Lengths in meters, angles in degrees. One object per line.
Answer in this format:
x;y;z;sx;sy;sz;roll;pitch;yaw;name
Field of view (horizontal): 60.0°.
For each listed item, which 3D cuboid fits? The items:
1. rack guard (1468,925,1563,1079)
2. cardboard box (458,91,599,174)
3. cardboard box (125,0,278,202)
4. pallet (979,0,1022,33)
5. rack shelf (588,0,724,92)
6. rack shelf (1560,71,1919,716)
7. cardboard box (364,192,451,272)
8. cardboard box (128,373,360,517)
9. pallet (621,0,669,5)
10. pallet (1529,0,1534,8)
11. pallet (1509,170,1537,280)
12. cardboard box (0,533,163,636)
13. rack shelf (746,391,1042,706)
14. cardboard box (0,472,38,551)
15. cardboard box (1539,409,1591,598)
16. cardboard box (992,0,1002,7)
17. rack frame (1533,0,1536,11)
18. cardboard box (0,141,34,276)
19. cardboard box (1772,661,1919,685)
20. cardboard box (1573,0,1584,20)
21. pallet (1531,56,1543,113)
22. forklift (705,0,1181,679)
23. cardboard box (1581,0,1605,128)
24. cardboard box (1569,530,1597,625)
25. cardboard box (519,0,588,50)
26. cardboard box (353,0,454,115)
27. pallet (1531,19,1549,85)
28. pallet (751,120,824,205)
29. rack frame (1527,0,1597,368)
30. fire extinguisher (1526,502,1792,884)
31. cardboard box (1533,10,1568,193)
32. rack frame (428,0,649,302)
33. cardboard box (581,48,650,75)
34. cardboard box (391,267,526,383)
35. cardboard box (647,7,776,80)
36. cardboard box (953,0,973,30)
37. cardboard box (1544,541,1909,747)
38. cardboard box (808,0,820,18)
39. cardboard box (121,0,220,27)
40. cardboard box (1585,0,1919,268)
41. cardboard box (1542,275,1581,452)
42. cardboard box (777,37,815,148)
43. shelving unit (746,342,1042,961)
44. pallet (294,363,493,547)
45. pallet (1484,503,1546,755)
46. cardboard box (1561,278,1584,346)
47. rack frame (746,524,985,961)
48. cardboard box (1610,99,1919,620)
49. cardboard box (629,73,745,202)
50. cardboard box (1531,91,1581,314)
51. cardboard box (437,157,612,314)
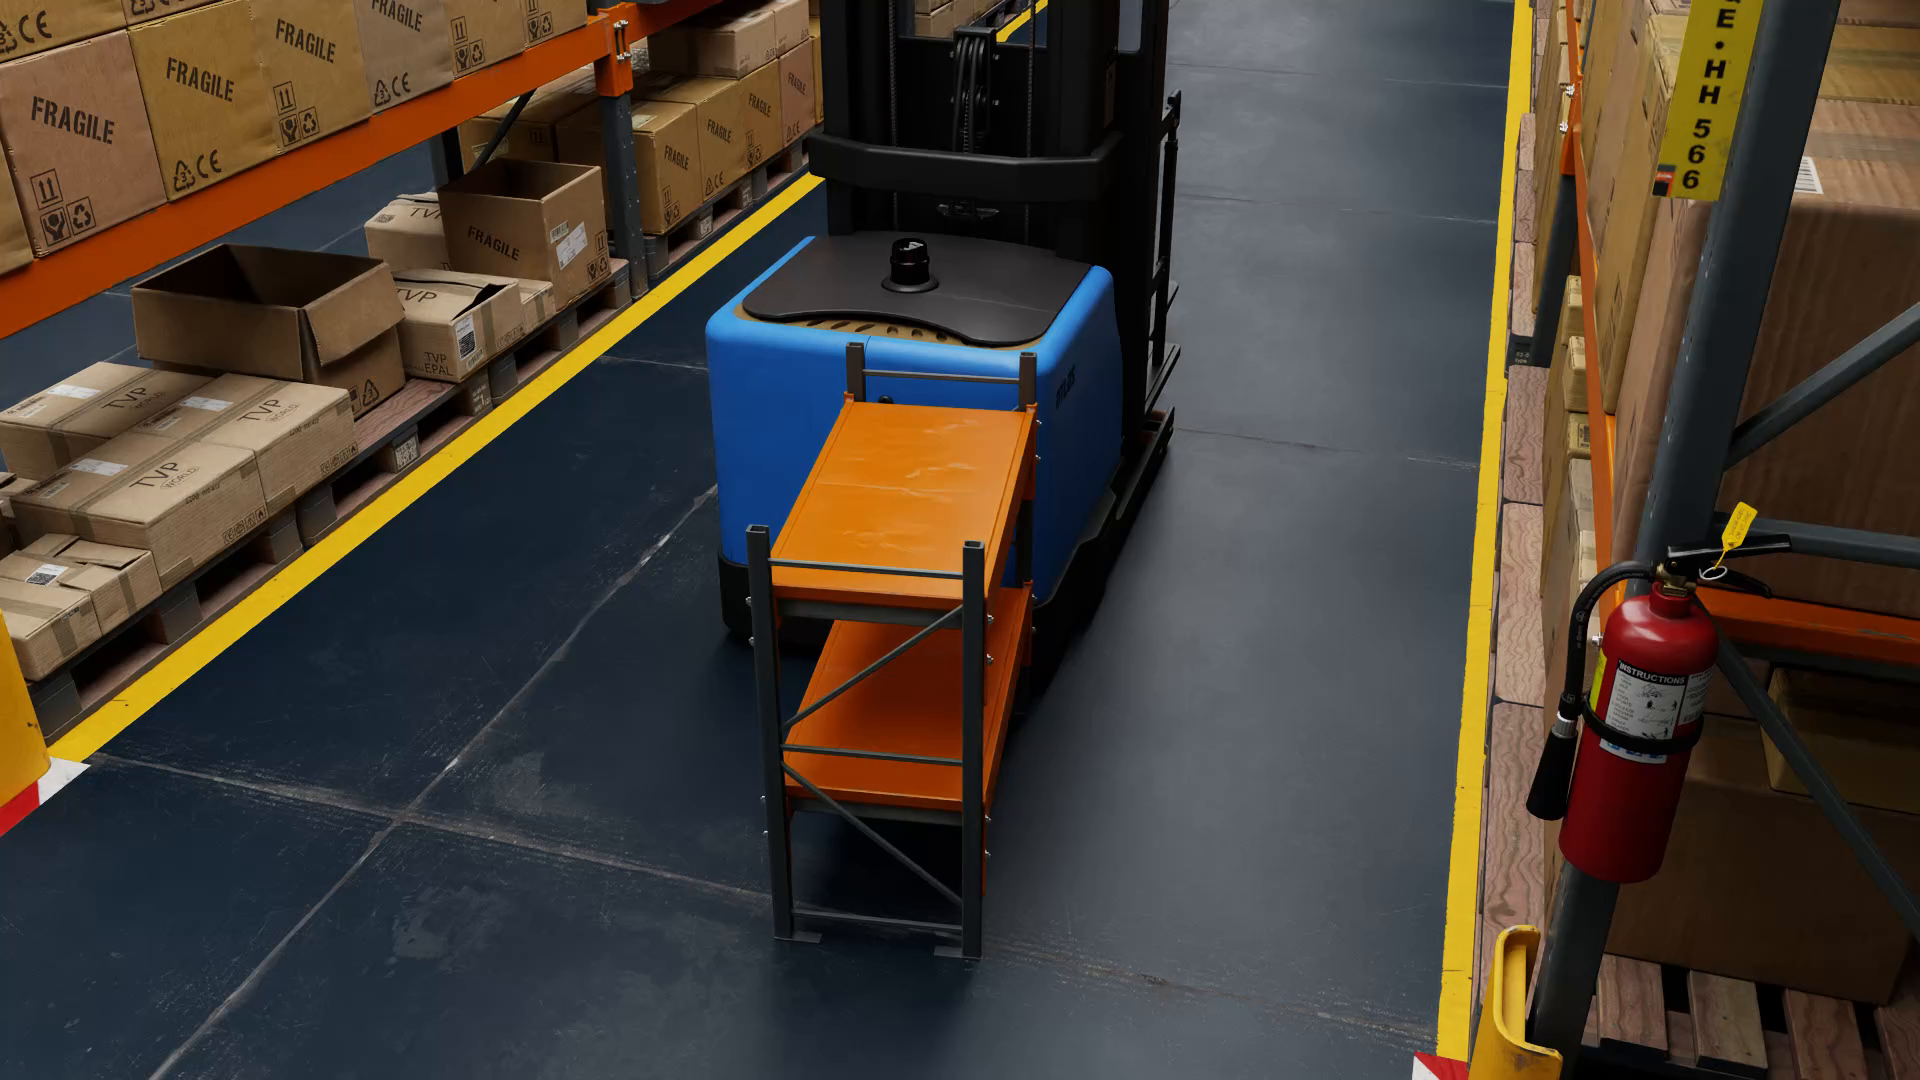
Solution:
1.592;1.146;3.176;1.175;0.500;0.348;8;30;15;rack guard
-2.093;-1.892;8.184;0.500;0.500;0.500;8;30;15;cardboard box
-2.459;-1.349;4.986;0.500;0.500;0.500;8;30;15;cardboard box
-0.151;-4.104;12.911;1.003;0.211;1.213;8;30;15;pallet
-1.377;-3.137;9.043;1.077;0.370;4.000;8;30;15;rack shelf
2.186;-0.573;4.434;1.077;0.370;4.000;8;30;15;rack shelf
-2.294;-1.375;7.449;0.500;0.311;0.500;8;30;15;cardboard box
-2.414;-0.330;5.634;0.500;0.250;0.500;8;30;15;cardboard box
-1.625;-2.794;7.884;1.003;0.211;1.213;8;30;15;pallet
5.284;-4.633;13.861;1.003;0.211;1.213;8;30;15;pallet
3.284;-1.536;8.294;1.003;0.211;1.213;8;30;15;pallet
-2.613;0.121;4.908;0.380;0.166;0.250;8;30;15;cardboard box
-0.124;-0.016;4.020;0.538;0.278;1.000;4;29;7;rack shelf
-3.009;-0.080;5.270;0.380;0.166;0.250;8;30;15;cardboard box
2.152;-0.104;4.990;0.700;0.500;0.500;9;30;16;cardboard box
0.089;-4.278;12.752;0.500;0.250;0.500;9;30;16;cardboard box
5.121;-5.534;12.613;1.000;3.000;0.127;8;30;15;rack frame
-2.756;-0.875;4.135;0.500;0.500;0.500;9;30;16;cardboard box
2.011;0.179;3.814;0.380;0.149;0.250;9;30;15;cardboard box
2.793;-2.279;6.999;0.380;0.149;0.250;9;30;15;cardboard box
4.178;-2.820;10.602;1.003;0.211;1.213;8;30;15;pallet
0.187;-1.573;5.563;1.130;2.935;3.031;9;30;15;forklift
2.598;-1.698;5.408;0.980;0.700;0.700;9;30;16;cardboard box
1.646;0.123;3.915;0.380;0.149;0.250;9;30;16;cardboard box
-1.865;-2.297;6.690;0.500;0.500;0.500;9;30;16;cardboard box
-2.164;-1.818;5.829;0.500;0.500;0.500;9;30;16;cardboard box
4.538;-3.385;11.618;1.003;0.211;1.213;8;30;15;pallet
-1.405;-2.255;9.587;1.003;0.211;1.213;8;30;15;pallet
2.773;-1.817;5.930;1.000;3.000;0.127;8;30;15;rack frame
1.113;0.243;2.690;0.296;0.674;0.183;8;30;15;fire extinguisher
3.342;-2.190;8.381;0.750;0.750;0.750;8;30;15;cardboard box
-1.964;-2.522;7.198;1.000;3.000;0.127;8;30;15;rack frame
-1.792;-2.353;9.014;0.500;0.500;0.500;9;30;15;cardboard box
-2.080;-0.885;6.569;0.500;0.311;0.500;8;30;15;cardboard box
-1.295;-2.604;8.693;0.500;0.250;0.500;9;30;15;cardboard box
-0.208;-3.798;11.888;0.500;0.250;0.500;8;30;13;cardboard box
1.855;0.379;4.123;0.700;0.500;0.500;8;30;15;cardboard box
-0.852;-3.313;9.968;0.500;0.250;0.500;10;31;17;cardboard box
-2.458;-1.788;4.747;0.500;0.500;0.500;9;30;16;cardboard box
2.174;-1.020;4.189;0.980;0.700;0.700;7;30;12;cardboard box
2.455;-0.575;5.837;0.700;0.500;0.500;9;30;16;cardboard box
-1.140;-2.527;9.326;0.500;0.500;0.500;7;30;13;cardboard box
-0.124;0.239;4.163;0.538;1.125;1.048;4;29;7;shelving unit
-2.523;-0.415;6.280;1.003;0.211;1.213;8;30;15;pallet
2.119;0.313;4.970;1.003;0.211;1.213;8;30;15;pallet
2.180;-0.725;5.440;0.380;0.149;0.250;10;30;17;cardboard box
-0.198;0.484;3.723;0.500;1.125;0.032;4;29;7;rack frame
1.739;-0.327;2.944;0.980;0.700;0.700;10;31;17;cardboard box
-1.443;-2.061;8.488;0.500;0.500;0.500;9;30;16;cardboard box
2.839;-1.381;6.927;0.750;0.750;0.750;9;30;15;cardboard box
-1.860;-1.316;7.150;0.500;0.500;0.500;8;30;15;cardboard box
